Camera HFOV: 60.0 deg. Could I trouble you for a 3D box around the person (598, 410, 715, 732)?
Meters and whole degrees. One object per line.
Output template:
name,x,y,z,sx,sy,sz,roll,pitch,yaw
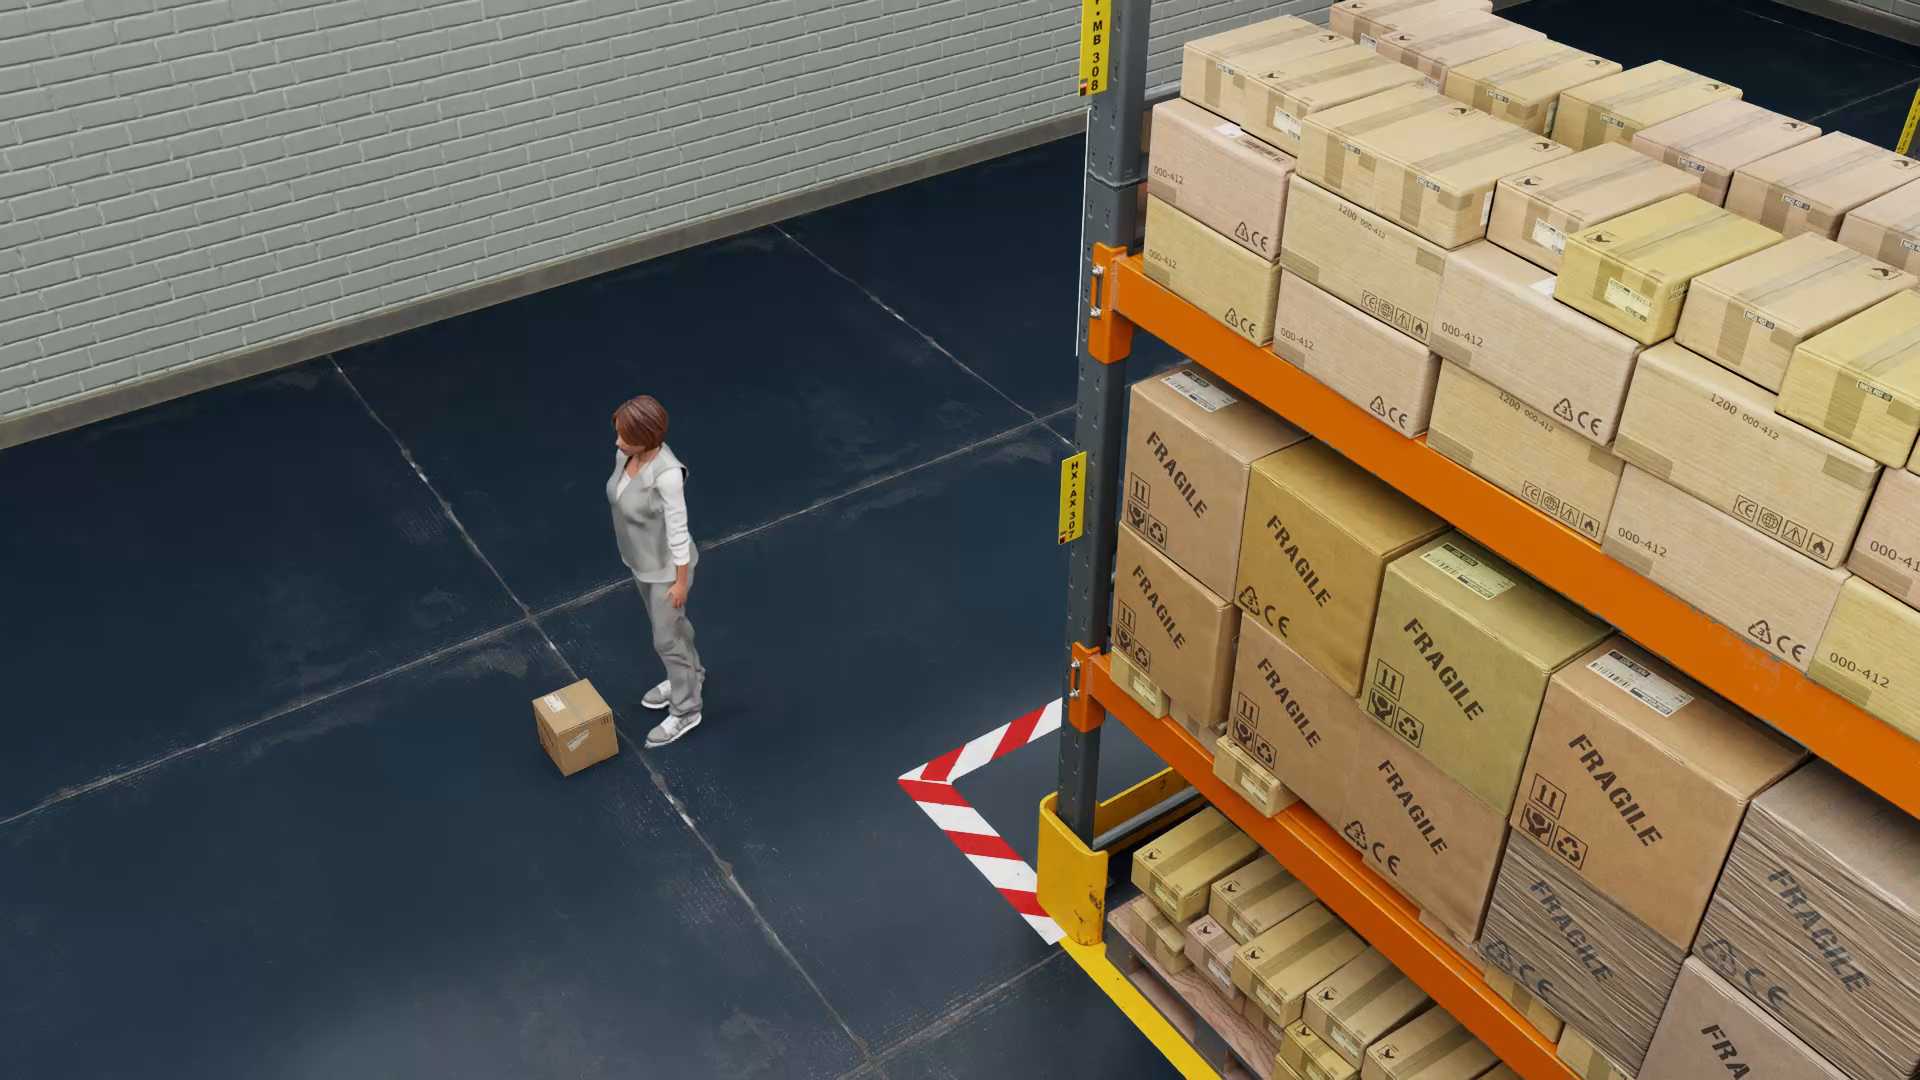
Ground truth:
person,-1.232,0.124,6.875,0.368,1.566,0.423,-22,42,-26
